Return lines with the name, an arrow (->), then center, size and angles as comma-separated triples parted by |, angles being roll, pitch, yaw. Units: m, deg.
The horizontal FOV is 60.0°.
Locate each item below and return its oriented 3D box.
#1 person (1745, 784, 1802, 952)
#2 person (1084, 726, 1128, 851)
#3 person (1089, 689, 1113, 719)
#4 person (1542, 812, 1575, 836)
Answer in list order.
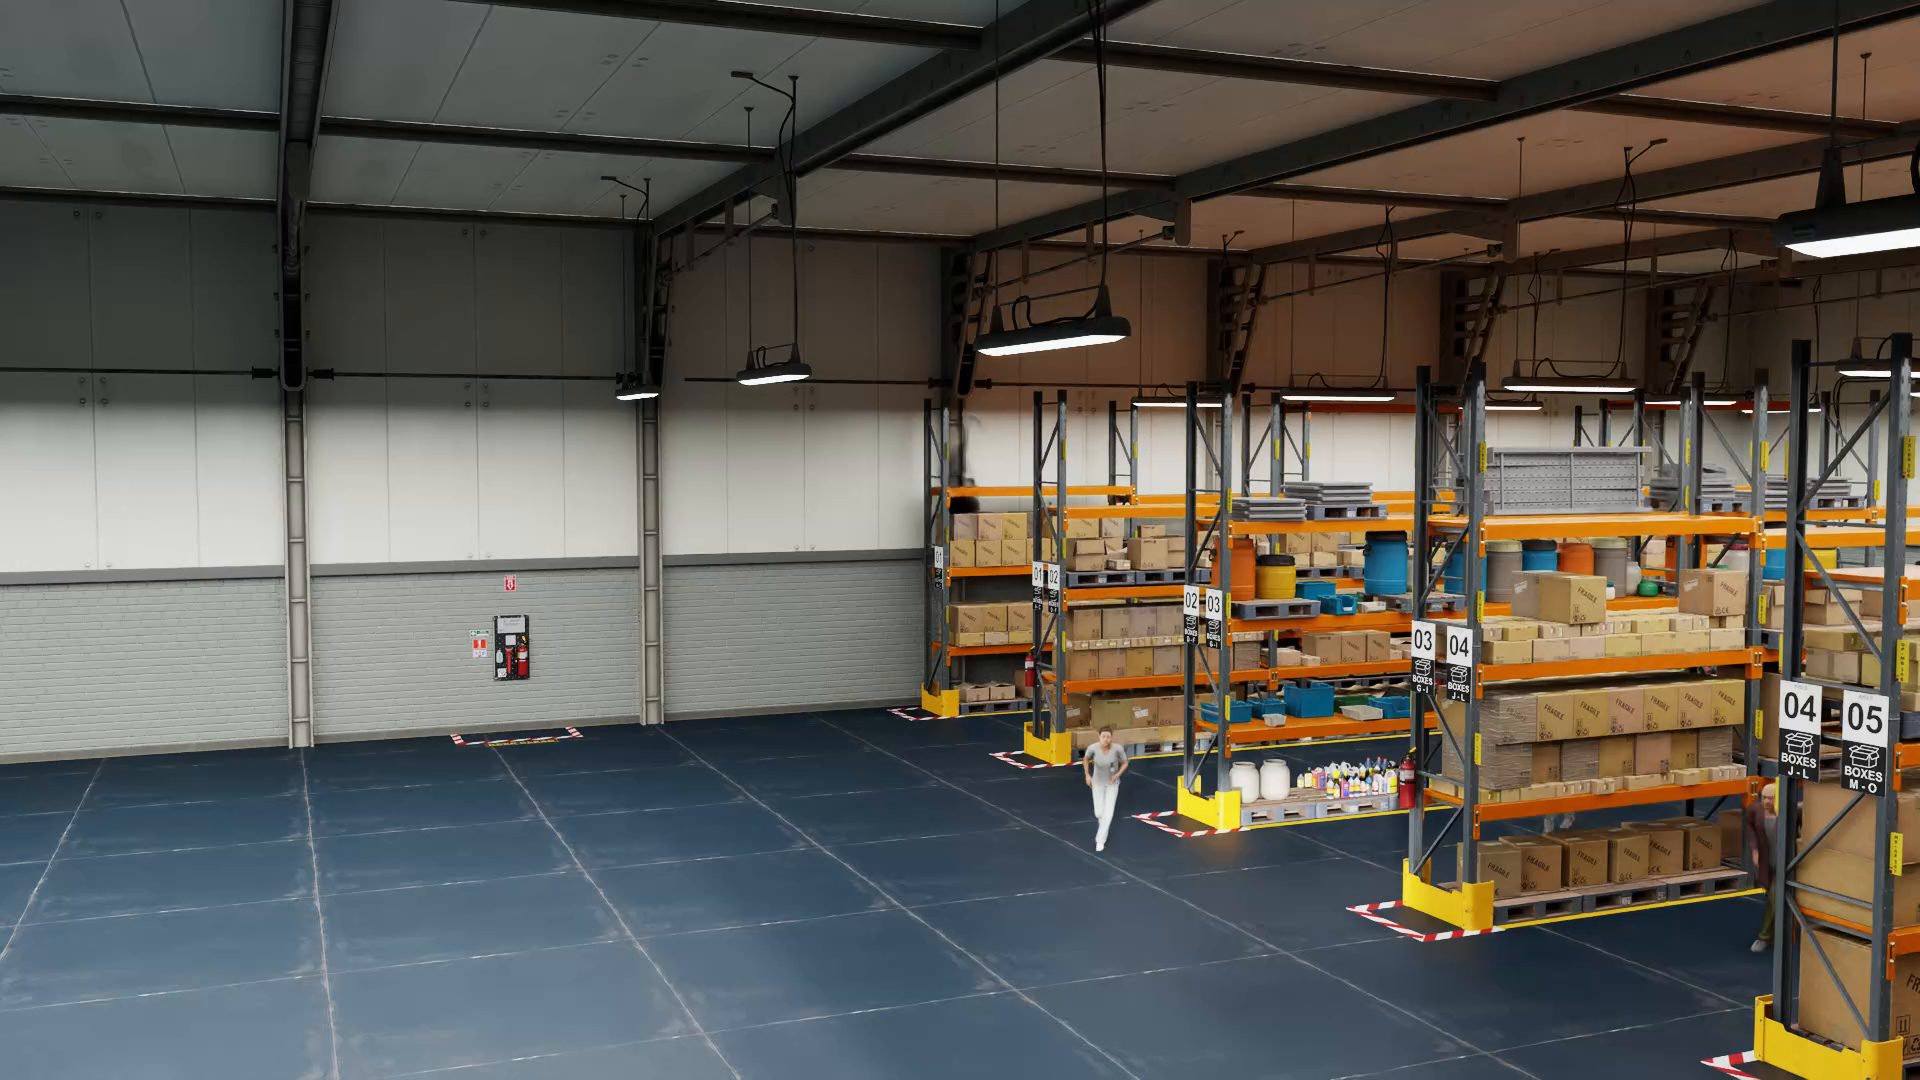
person -> 8.467, 3.325, 17.094 | 0.722, 1.739, 0.976 | 3, 5, 45
person -> 1.858, 3.136, 21.253 | 0.557, 1.604, 0.740 | 0, 3, 2
person -> 2.640, 2.492, 29.503 | 0.939, 1.600, 0.650 | -2, 4, -27
person -> 7.836, 3.050, 21.879 | 0.830, 1.747, 0.595 | -2, 4, -33
